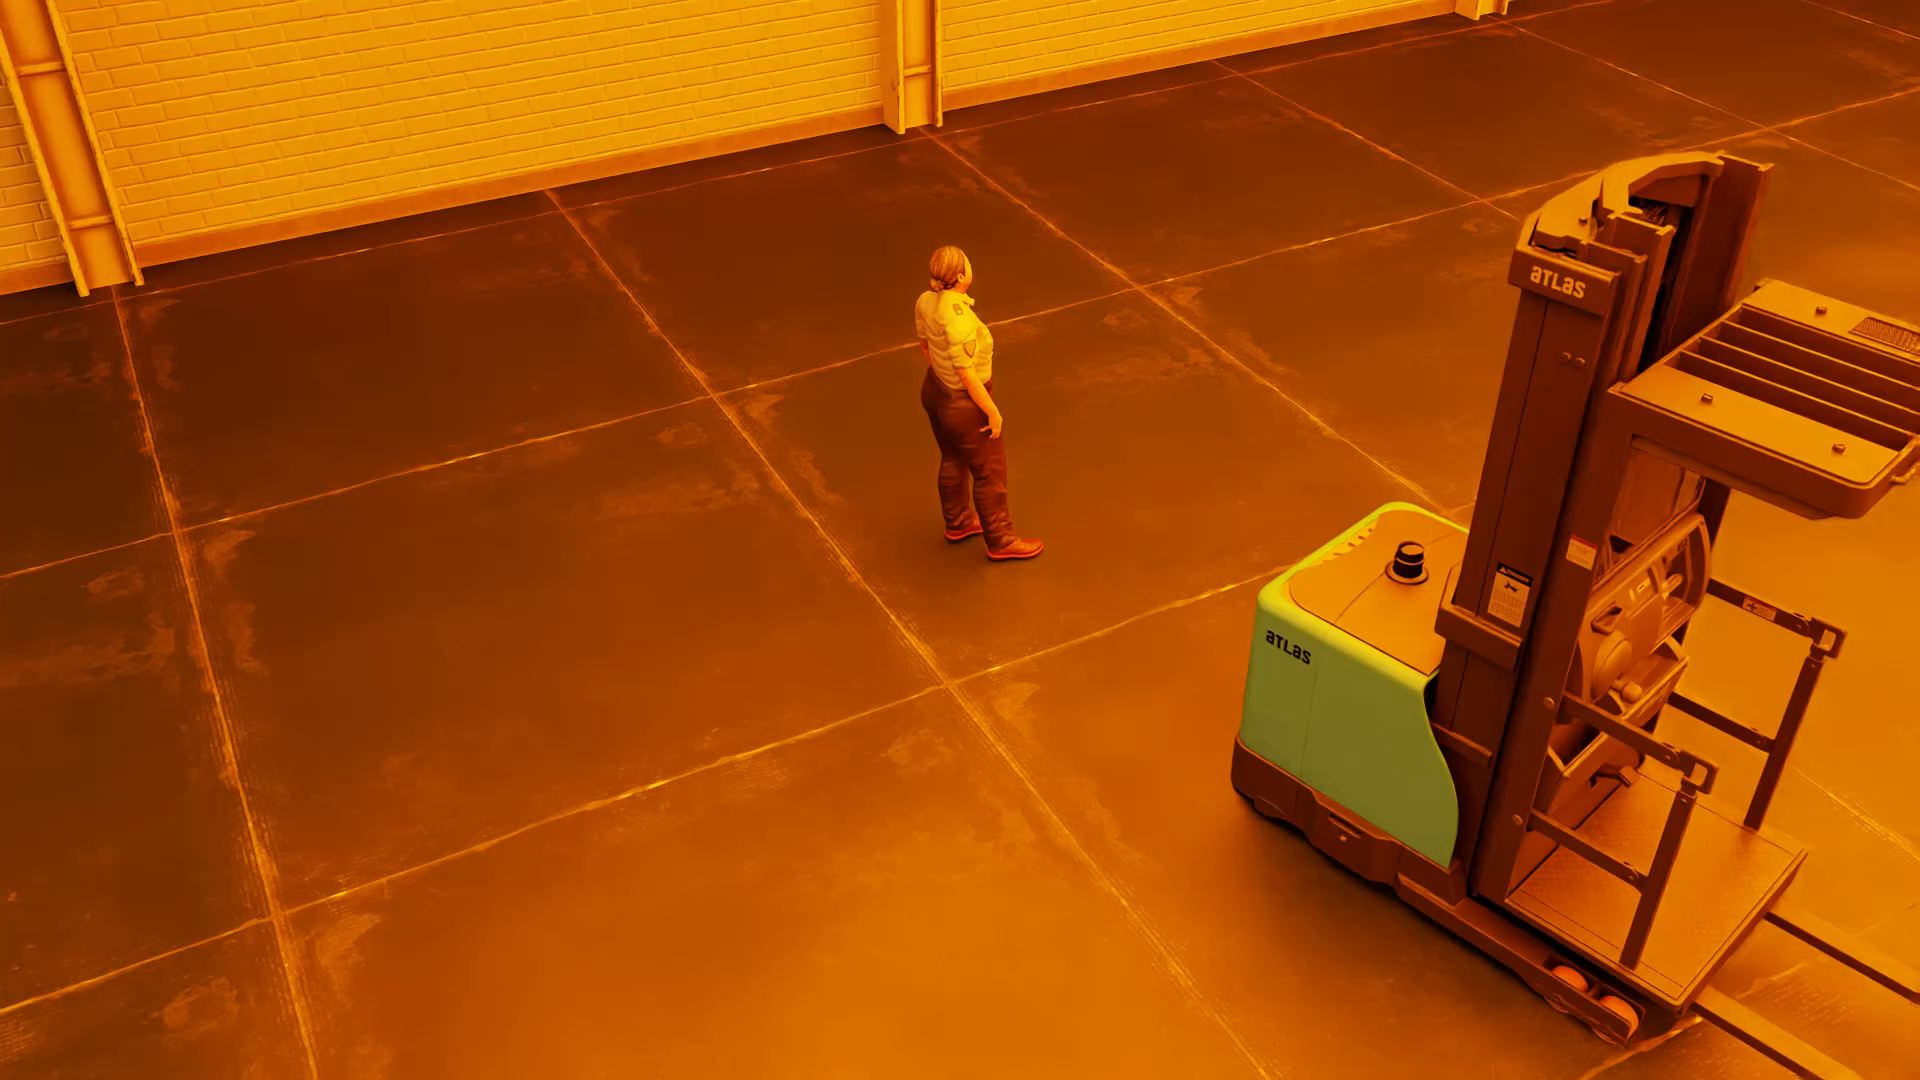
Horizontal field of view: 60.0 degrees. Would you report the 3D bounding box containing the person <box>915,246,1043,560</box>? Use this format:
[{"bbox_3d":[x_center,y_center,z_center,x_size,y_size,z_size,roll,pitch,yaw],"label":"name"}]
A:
[{"bbox_3d":[0.090,-0.687,8.204,0.502,1.641,0.598,-17,39,-23],"label":"person"}]

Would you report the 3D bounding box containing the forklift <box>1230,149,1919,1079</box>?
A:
[{"bbox_3d":[2.542,0.296,5.704,1.130,2.935,3.031,-29,45,-35],"label":"forklift"}]
